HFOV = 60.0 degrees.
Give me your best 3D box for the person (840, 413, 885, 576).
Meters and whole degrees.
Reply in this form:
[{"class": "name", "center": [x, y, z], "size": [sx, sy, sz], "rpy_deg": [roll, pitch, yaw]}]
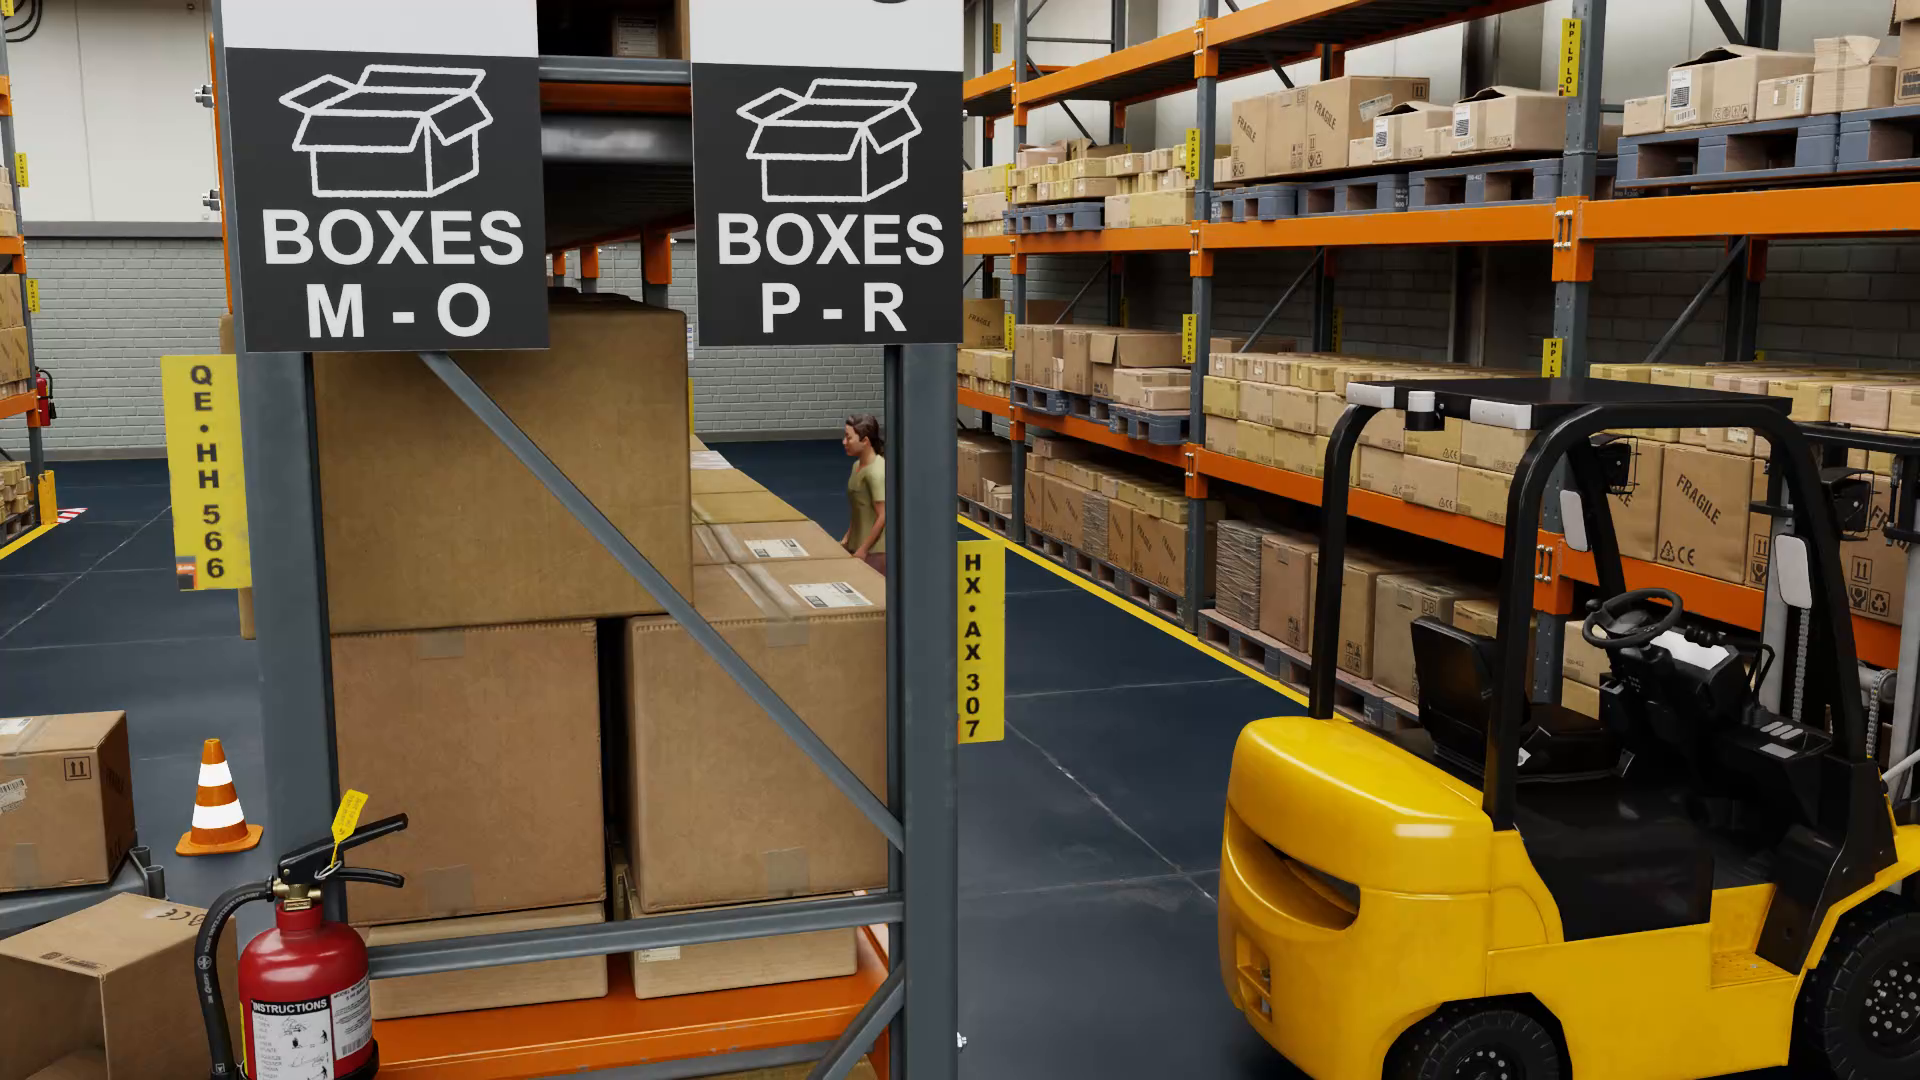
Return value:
[{"class": "person", "center": [-0.566, 0.081, 9.879], "size": [0.364, 1.676, 0.480], "rpy_deg": [-3, 10, -17]}]
